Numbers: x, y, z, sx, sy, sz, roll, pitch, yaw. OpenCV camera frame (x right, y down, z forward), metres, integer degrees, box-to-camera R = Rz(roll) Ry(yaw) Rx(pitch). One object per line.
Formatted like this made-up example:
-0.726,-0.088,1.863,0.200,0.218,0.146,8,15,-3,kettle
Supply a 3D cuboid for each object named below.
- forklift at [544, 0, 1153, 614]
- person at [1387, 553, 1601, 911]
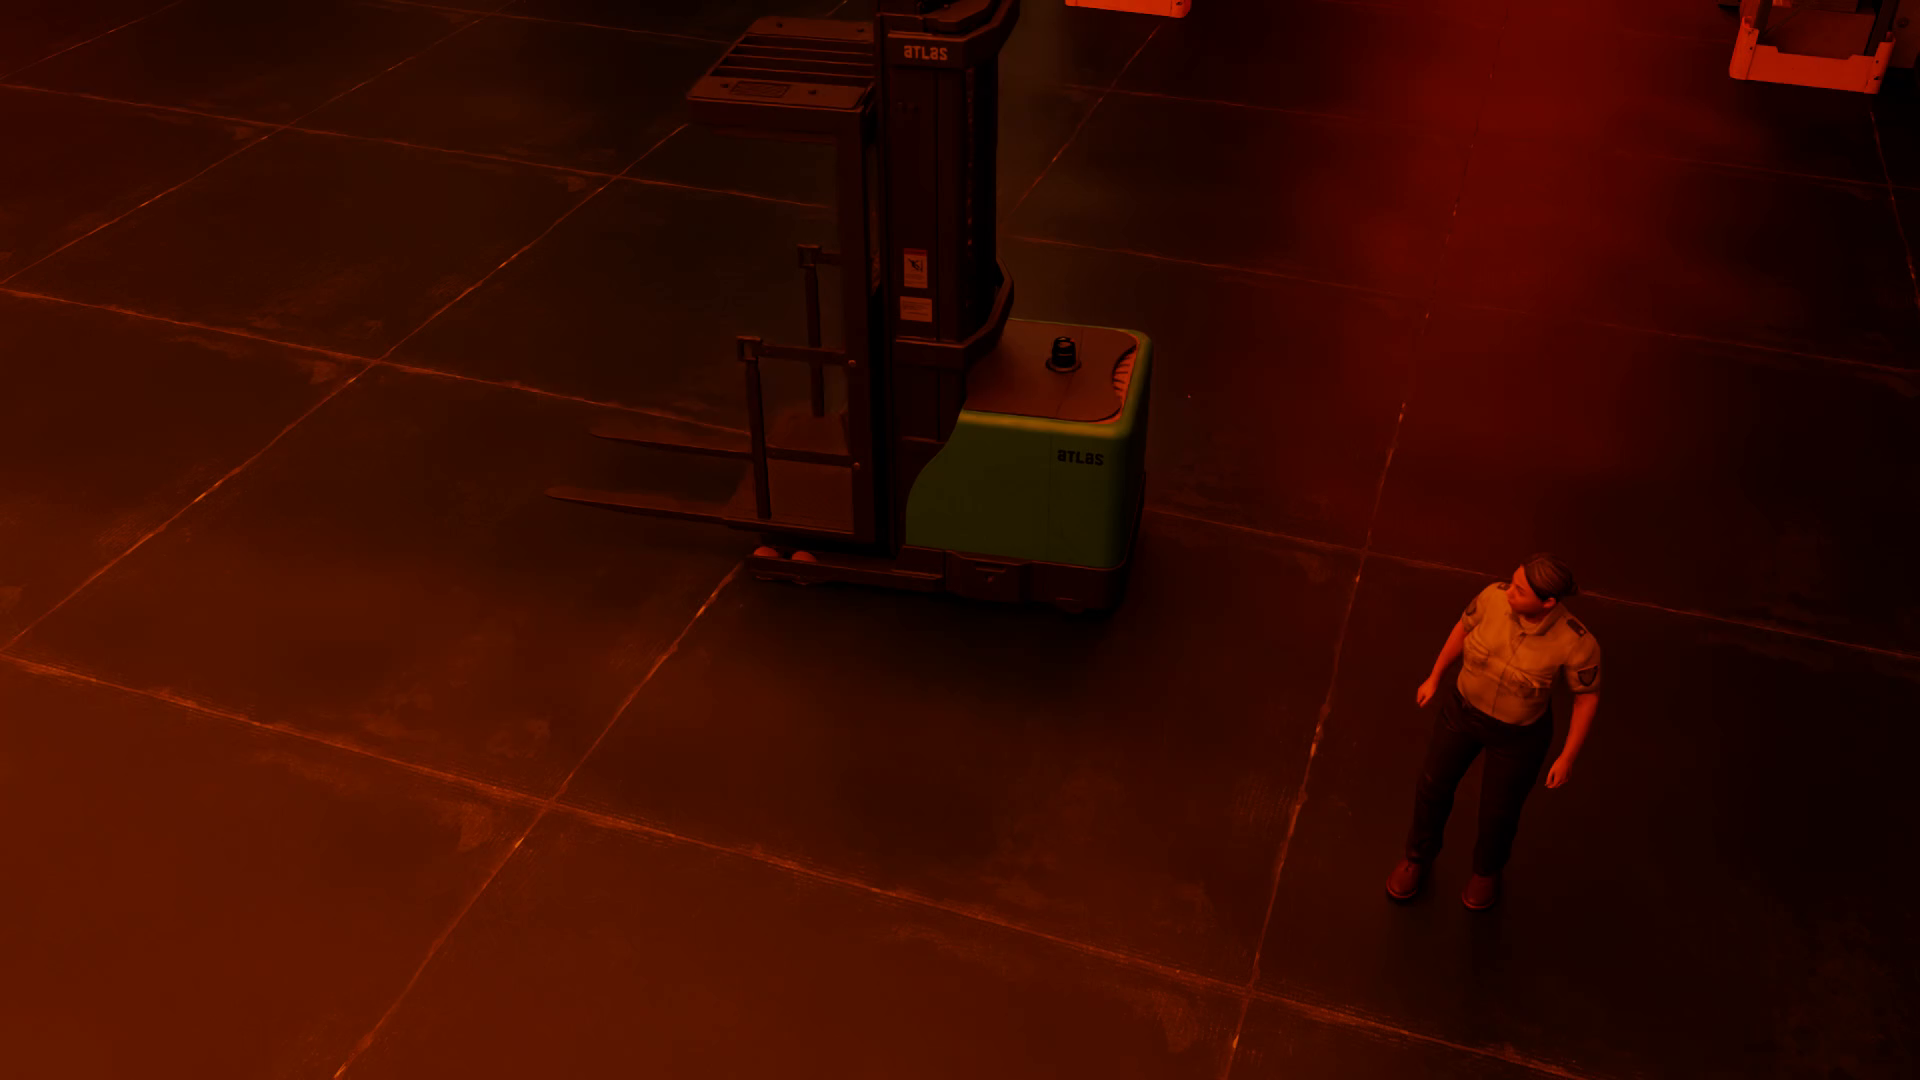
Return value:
-0.602,-1.262,7.891,3.031,2.935,1.130,7,36,10,forklift
1.978,0.719,6.214,0.643,1.644,0.446,26,43,32,person
